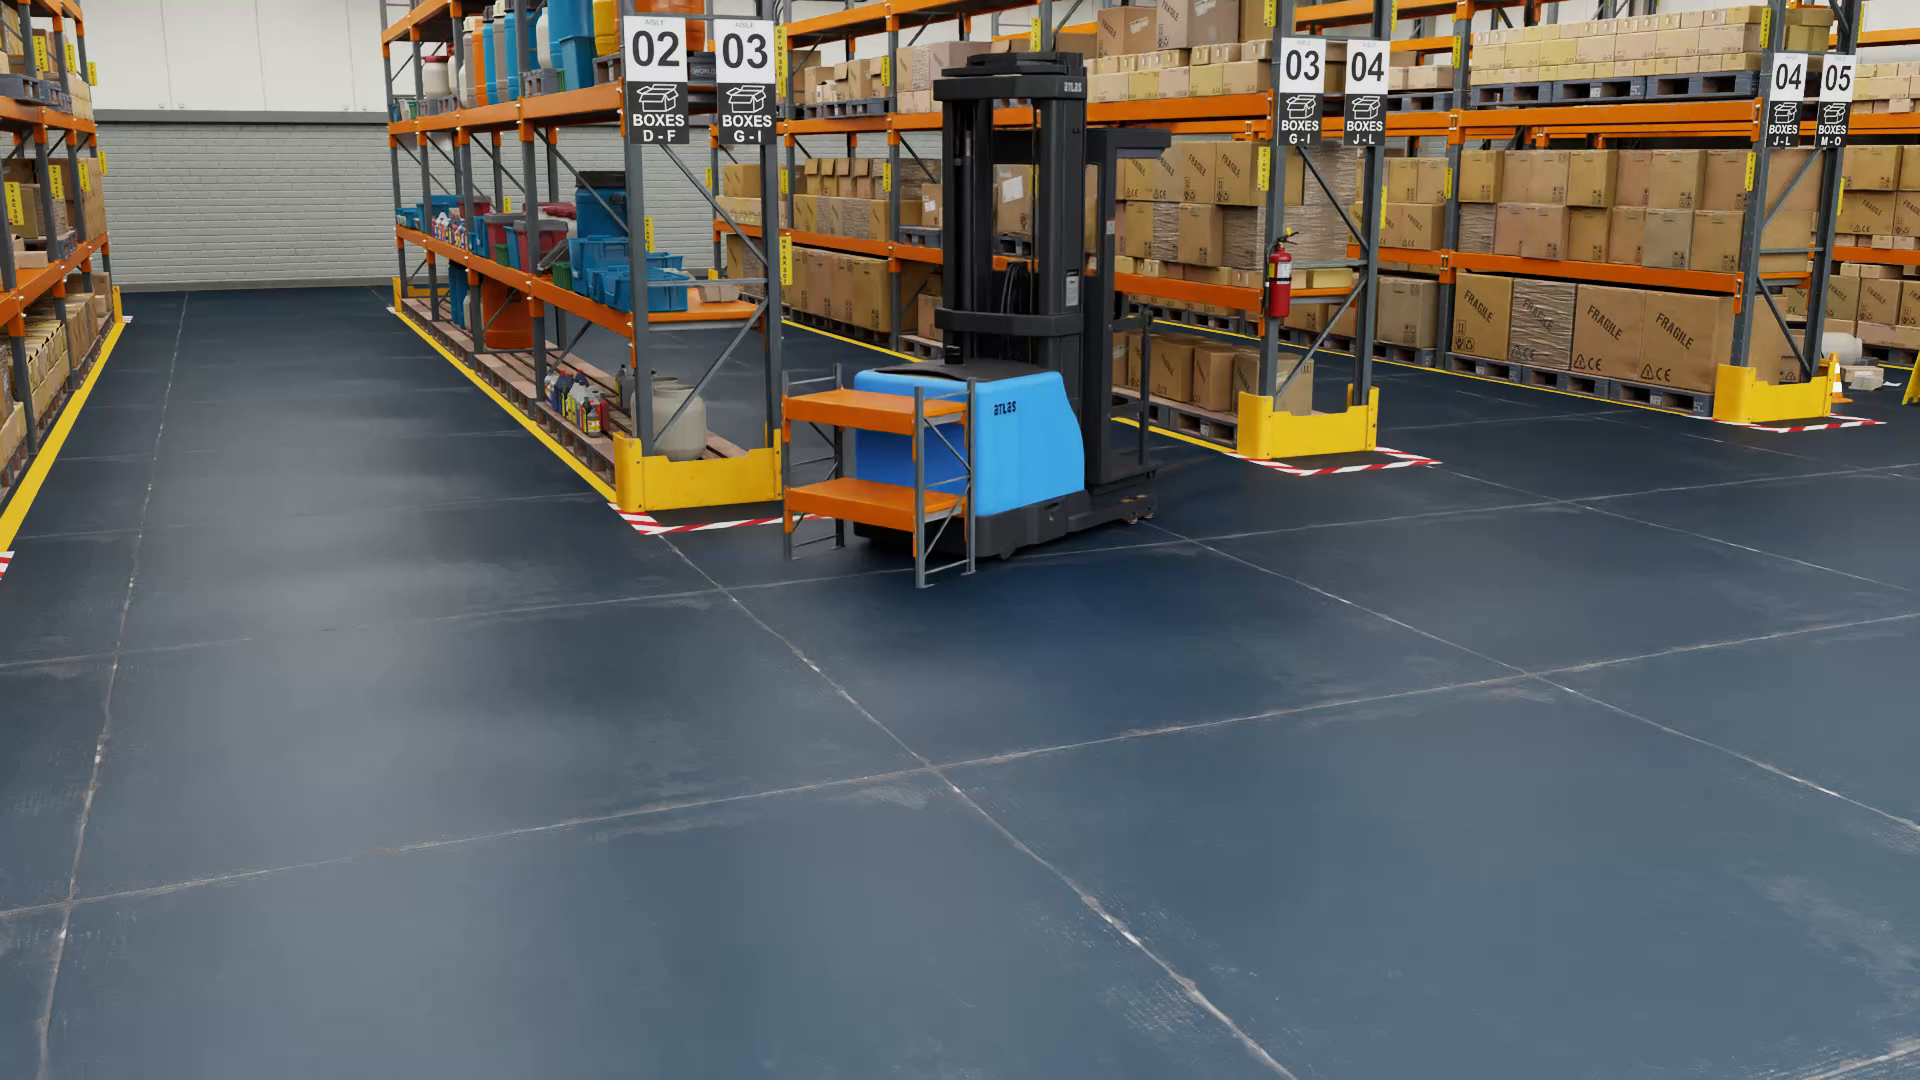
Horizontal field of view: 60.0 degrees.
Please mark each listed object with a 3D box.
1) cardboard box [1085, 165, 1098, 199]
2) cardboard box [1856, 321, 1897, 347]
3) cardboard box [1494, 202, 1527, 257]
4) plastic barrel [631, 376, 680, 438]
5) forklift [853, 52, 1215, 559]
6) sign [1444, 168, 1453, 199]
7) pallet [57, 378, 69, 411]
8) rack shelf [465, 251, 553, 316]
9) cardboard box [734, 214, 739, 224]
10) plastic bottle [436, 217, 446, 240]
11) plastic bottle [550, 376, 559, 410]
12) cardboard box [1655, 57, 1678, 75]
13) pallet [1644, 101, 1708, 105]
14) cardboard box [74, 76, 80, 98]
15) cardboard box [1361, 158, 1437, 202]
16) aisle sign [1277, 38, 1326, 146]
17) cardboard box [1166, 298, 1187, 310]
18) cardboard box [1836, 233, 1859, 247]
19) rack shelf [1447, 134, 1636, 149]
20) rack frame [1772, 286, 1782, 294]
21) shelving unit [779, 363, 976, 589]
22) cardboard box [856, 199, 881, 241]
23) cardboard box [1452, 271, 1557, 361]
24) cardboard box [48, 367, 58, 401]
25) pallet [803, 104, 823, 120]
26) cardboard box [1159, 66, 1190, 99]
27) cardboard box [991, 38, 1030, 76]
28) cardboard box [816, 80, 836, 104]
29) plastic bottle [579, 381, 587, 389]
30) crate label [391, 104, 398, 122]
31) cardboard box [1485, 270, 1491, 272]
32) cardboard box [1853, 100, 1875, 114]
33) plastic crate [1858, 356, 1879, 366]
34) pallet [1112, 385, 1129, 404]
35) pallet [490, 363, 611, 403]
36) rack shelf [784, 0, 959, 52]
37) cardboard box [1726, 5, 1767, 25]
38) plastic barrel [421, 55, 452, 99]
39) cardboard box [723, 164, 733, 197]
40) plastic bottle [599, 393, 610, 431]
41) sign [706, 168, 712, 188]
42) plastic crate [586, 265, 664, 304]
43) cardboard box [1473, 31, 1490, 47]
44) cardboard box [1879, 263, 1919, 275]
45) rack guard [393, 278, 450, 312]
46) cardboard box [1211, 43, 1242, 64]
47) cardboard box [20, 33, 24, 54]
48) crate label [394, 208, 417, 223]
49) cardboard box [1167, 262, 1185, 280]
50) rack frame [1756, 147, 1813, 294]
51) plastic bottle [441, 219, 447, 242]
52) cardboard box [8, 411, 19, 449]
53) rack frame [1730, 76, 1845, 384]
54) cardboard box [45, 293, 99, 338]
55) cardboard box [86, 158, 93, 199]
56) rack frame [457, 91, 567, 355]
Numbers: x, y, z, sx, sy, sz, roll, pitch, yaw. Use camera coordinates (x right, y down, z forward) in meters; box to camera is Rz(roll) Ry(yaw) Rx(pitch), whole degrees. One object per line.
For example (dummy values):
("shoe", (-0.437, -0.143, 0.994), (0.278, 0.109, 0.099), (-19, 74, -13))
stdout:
("cardboard box", (1.386, -3.453, 15.538), (0.500, 0.500, 0.500), (-6, 14, -23))
("cardboard box", (10.745, -2.387, 19.196), (0.500, 0.250, 0.500), (-6, 14, -24))
("cardboard box", (6.222, -3.305, 17.664), (0.875, 0.550, 0.550), (-6, 14, -23))
("plastic barrel", (-2.234, -0.943, 12.377), (0.421, 0.512, 0.421), (0, 13, 0))
("forklift", (0.648, -1.590, 10.741), (1.130, 2.935, 3.031), (10, 16, 37))
("sign", (5.329, -3.893, 18.146), (0.100, 0.325, 0.005), (-6, 14, -23))
("pallet", (-9.150, -1.392, 15.915), (1.003, 0.211, 1.213), (-6, 14, -23))
("rack shelf", (-4.103, -2.607, 16.576), (1.077, 0.370, 4.000), (-6, 14, -23))
("cardboard box", (-3.317, -5.033, 26.021), (0.380, 0.149, 0.250), (-6, 14, -24))
("plastic bottle", (-6.523, -3.931, 20.976), (0.152, 0.276, 0.135), (-6, 14, -23))
("plastic bottle", (-3.421, -1.262, 14.233), (0.152, 0.276, 0.135), (-5, 14, -21))
("cardboard box", (6.676, -4.380, 15.393), (0.380, 0.149, 0.250), (-5, 14, -22))
("pallet", (9.749, -5.608, 21.710), (1.213, 0.211, 1.003), (-6, 14, -23))
("cardboard box", (-11.405, -5.712, 20.971), (0.500, 0.250, 0.500), (-6, 14, -23))
("cardboard box", (5.208, -4.267, 19.714), (0.700, 0.500, 0.500), (-6, 14, -23))
("aisle sign", (2.589, -3.392, 12.606), (0.394, 0.787, 0.004), (-6, 14, -23))
("cardboard box", (3.285, -3.559, 23.709), (0.500, 0.500, 0.500), (-6, 14, -25))
("cardboard box", (10.499, -3.516, 19.467), (0.380, 0.149, 0.250), (-5, 14, -21))
("rack shelf", (10.858, -7.512, 31.120), (1.077, 0.370, 4.000), (-6, 14, -23))
("rack frame", (13.261, -5.162, 26.021), (1.000, 3.000, 0.127), (-6, 14, -23))
("shelving unit", (-0.478, -0.392, 9.569), (1.048, 1.125, 0.538), (10, 16, 37))
("cardboard box", (-0.985, -4.050, 20.993), (0.500, 0.500, 0.500), (-6, 14, -23))
("cardboard box", (6.010, -2.452, 18.091), (0.875, 0.875, 0.875), (-5, 14, -22))
("cardboard box", (-8.393, -1.386, 14.872), (0.500, 0.250, 0.500), (-5, 14, -22))
("pallet", (-1.555, -5.827, 22.668), (0.805, 0.209, 1.217), (-6, 14, -25))
("cardboard box", (2.013, -3.839, 13.987), (0.500, 0.250, 0.500), (-5, 14, -22))
("cardboard box", (0.761, -5.008, 17.544), (0.797, 0.503, 0.637), (-5, 14, -21))
("cardboard box", (-1.611, -6.032, 22.394), (0.500, 0.311, 0.500), (-6, 14, -25))
("plastic bottle", (-3.190, -1.206, 14.003), (0.097, 0.271, 0.097), (0, 13, 0))
("crate label", (-8.035, -6.192, 24.150), (0.408, 0.251, 0.502), (-6, 14, -23))
("cardboard box", (8.514, -4.033, 24.922), (0.875, 0.875, 0.875), (-6, 14, -23))
("cardboard box", (10.535, -4.983, 19.153), (0.380, 0.149, 0.250), (-5, 14, -21))
("plastic crate", (10.194, -2.066, 19.118), (0.402, 0.080, 0.583), (-12, 18, -42))
("pallet", (1.538, -1.497, 16.371), (1.003, 0.211, 1.213), (-6, 14, -23))
("pallet", (-4.144, -1.597, 16.800), (1.003, 0.211, 1.213), (-6, 14, -23))
("rack shelf", (-1.167, -6.608, 21.448), (1.077, 0.370, 4.000), (-6, 14, -23))
("cardboard box", (6.978, -4.612, 14.627), (0.380, 0.149, 0.250), (-5, 14, -22))
("plastic barrel", (-6.525, -5.798, 20.882), (0.433, 0.535, 0.433), (0, 13, 0))
("cardboard box", (-3.425, -5.681, 26.273), (0.500, 0.500, 0.500), (-6, 14, -24))
("plastic bottle", (-2.815, -1.013, 13.142), (0.061, 0.283, 0.133), (-6, 14, -23))
("sign", (-4.081, -5.882, 27.037), (0.100, 0.325, 0.005), (-6, 14, -23))
("plastic crate", (-2.429, -1.856, 12.067), (0.499, 0.251, 0.408), (-6, 14, -23))
("cardboard box", (5.656, -5.293, 17.572), (0.380, 0.149, 0.250), (-5, 14, -22))
("cardboard box", (14.037, -3.806, 24.498), (0.875, 0.625, 0.625), (-6, 14, -25))
("rack guard", (-8.130, -3.809, 25.720), (1.175, 0.500, 0.348), (-6, 14, -23))
("cardboard box", (2.235, -3.888, 13.311), (0.380, 0.149, 0.250), (-6, 14, -25))
("cardboard box", (-10.375, -5.128, 17.845), (0.600, 0.600, 0.600), (-6, 14, -25))
("crate label", (-8.311, -4.890, 25.085), (0.416, 0.233, 0.303), (-6, 14, -23))
("cardboard box", (2.020, -2.340, 14.383), (0.380, 0.149, 0.250), (-6, 14, -23))
("rack frame", (10.317, -3.886, 20.510), (1.000, 3.000, 0.127), (-6, 14, -23))
("plastic bottle", (-6.299, -3.815, 20.476), (0.152, 0.276, 0.135), (-6, 14, -23))
("cardboard box", (-7.264, -0.782, 12.264), (0.500, 0.250, 0.500), (-6, 14, -23))
("rack frame", (7.424, -2.592, 14.917), (1.000, 3.000, 0.127), (-6, 14, -23))
("cardboard box", (-10.586, -2.671, 19.825), (0.500, 0.500, 0.500), (-6, 14, -23))
("cardboard box", (-11.390, -4.622, 21.247), (0.500, 0.500, 0.500), (-6, 14, -25))
("rack frame", (-4.904, -3.370, 18.280), (1.000, 3.000, 0.127), (-6, 14, -23))
